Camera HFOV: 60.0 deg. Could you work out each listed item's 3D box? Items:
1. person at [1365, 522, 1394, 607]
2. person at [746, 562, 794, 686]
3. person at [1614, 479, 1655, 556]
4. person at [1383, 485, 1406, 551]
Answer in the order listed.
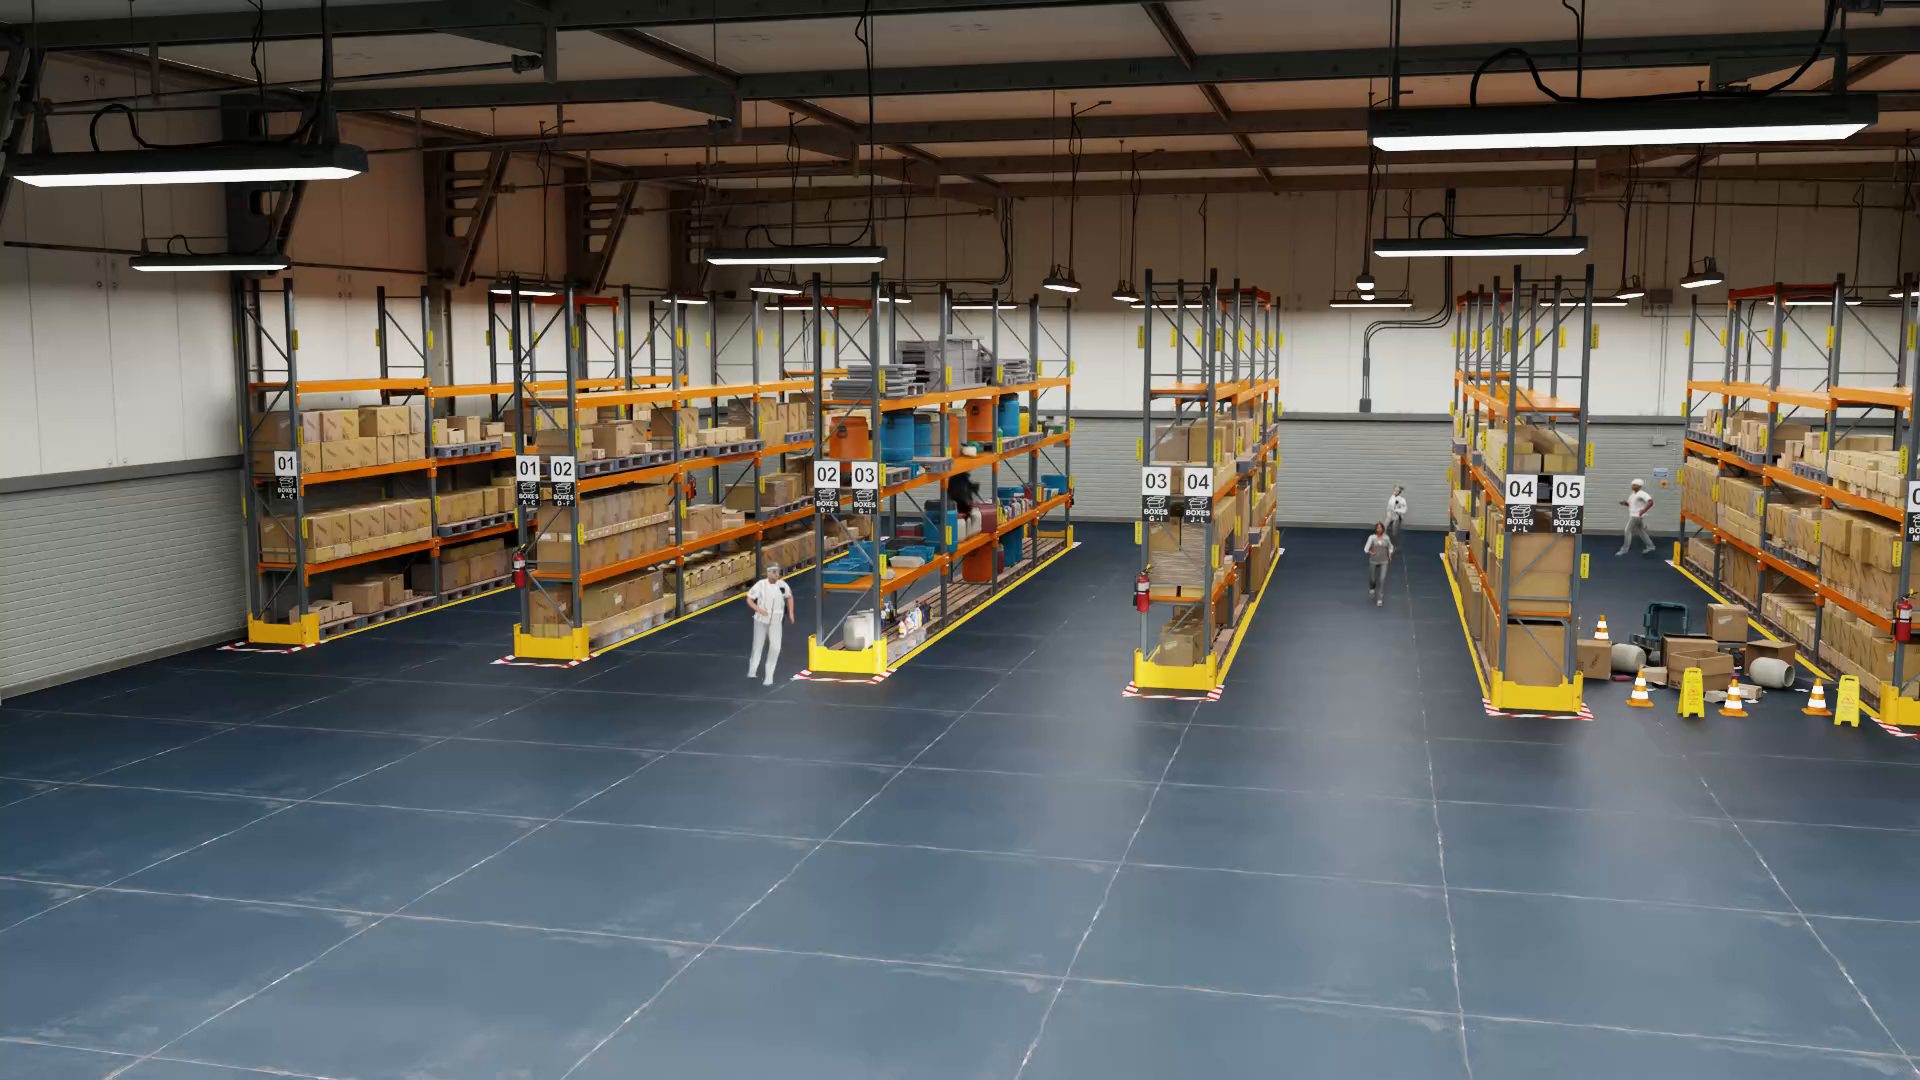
[{"bbox_3d":[7.951,0.443,31.562,0.549,1.566,0.781,1,7,9],"label":"person"},{"bbox_3d":[-2.782,1.221,24.467,0.726,1.821,0.670,-2,7,-16],"label":"person"},{"bbox_3d":[15.692,-0.527,38.592,0.905,1.787,0.697,2,7,15],"label":"person"},{"bbox_3d":[10.212,-0.473,39.010,0.681,1.679,0.719,-5,9,-36],"label":"person"}]
